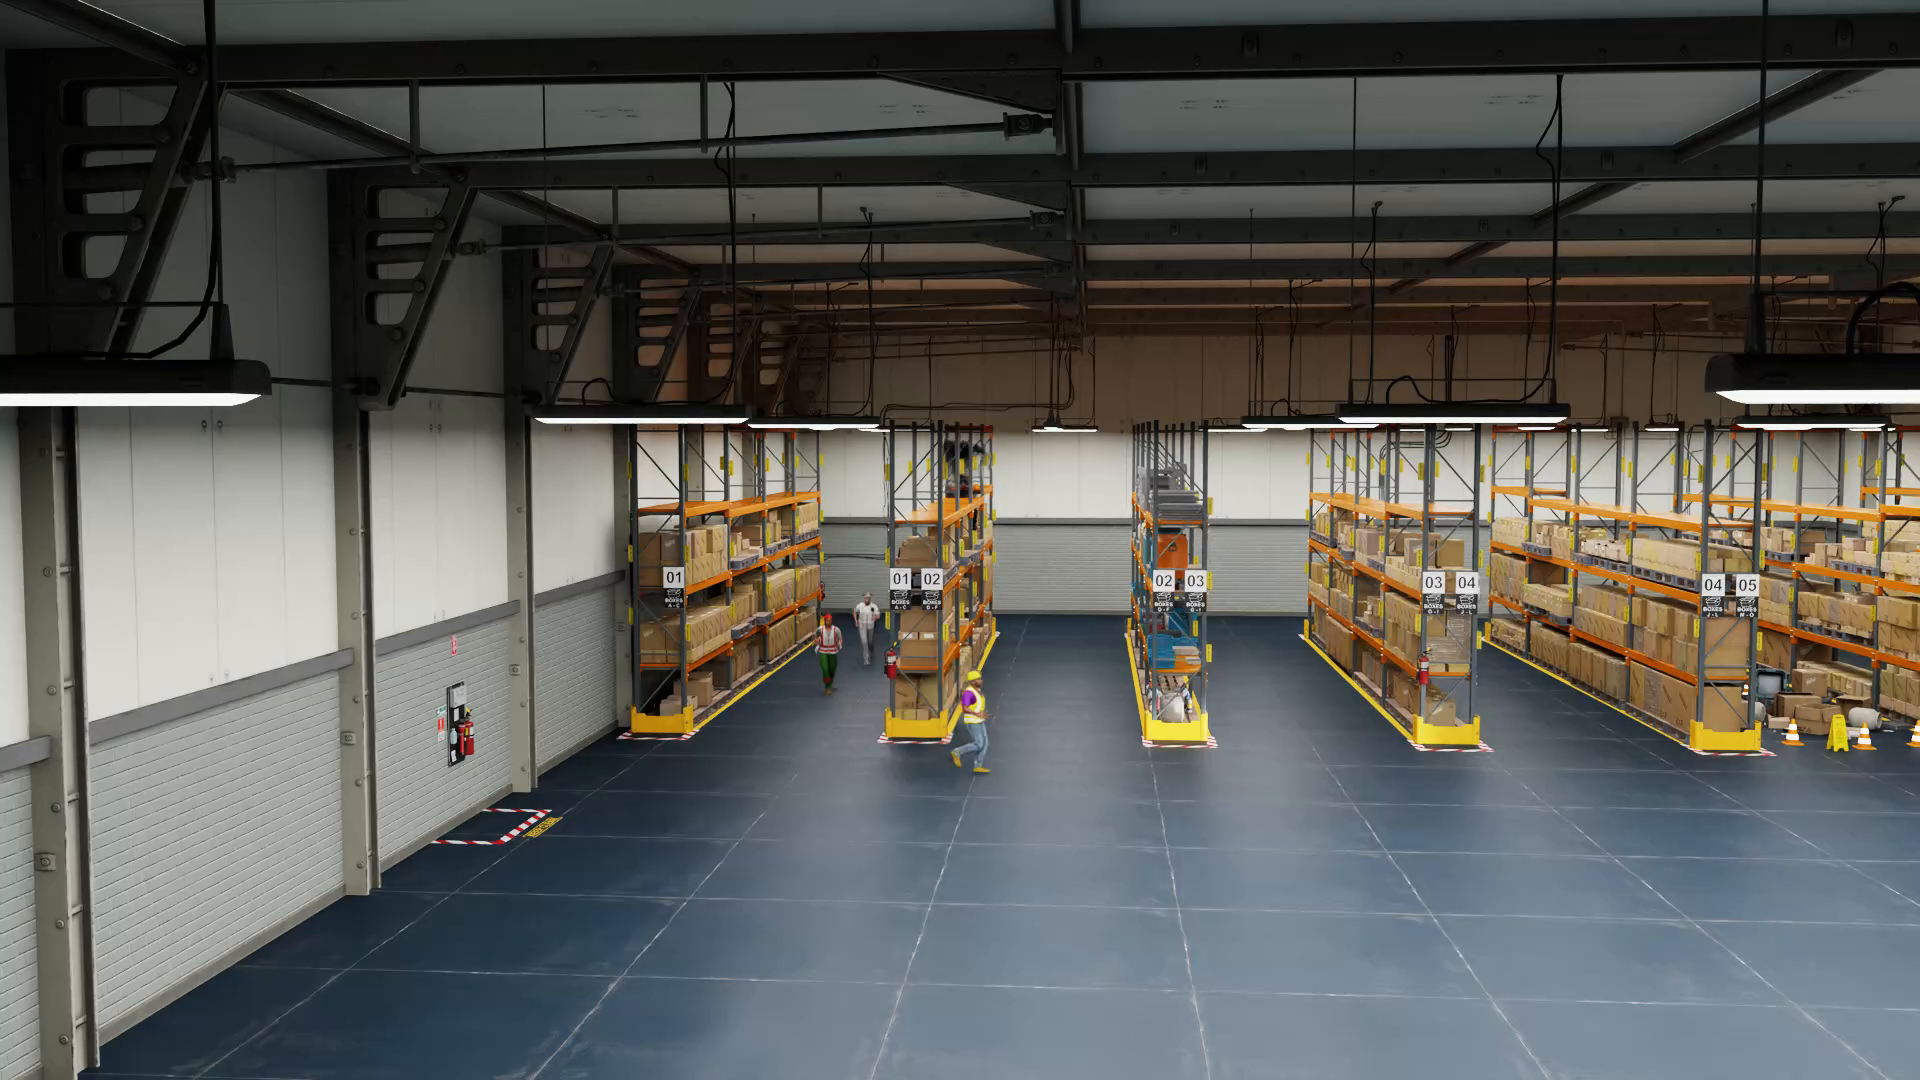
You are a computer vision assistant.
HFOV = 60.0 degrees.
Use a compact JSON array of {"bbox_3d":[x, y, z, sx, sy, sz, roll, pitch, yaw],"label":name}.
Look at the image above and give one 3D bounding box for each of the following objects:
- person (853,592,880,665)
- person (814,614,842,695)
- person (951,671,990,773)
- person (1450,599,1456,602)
[{"bbox_3d":[-2.342,2.196,41.768,0.670,1.792,0.974,0,4,-7],"label":"person"},{"bbox_3d":[-2.932,2.514,36.950,0.631,1.778,0.896,0,4,-8],"label":"person"},{"bbox_3d":[0.202,3.076,28.164,0.687,1.726,0.699,1,4,18],"label":"person"},{"bbox_3d":[13.802,1.928,46.524,0.718,1.714,0.551,3,4,36],"label":"person"}]
